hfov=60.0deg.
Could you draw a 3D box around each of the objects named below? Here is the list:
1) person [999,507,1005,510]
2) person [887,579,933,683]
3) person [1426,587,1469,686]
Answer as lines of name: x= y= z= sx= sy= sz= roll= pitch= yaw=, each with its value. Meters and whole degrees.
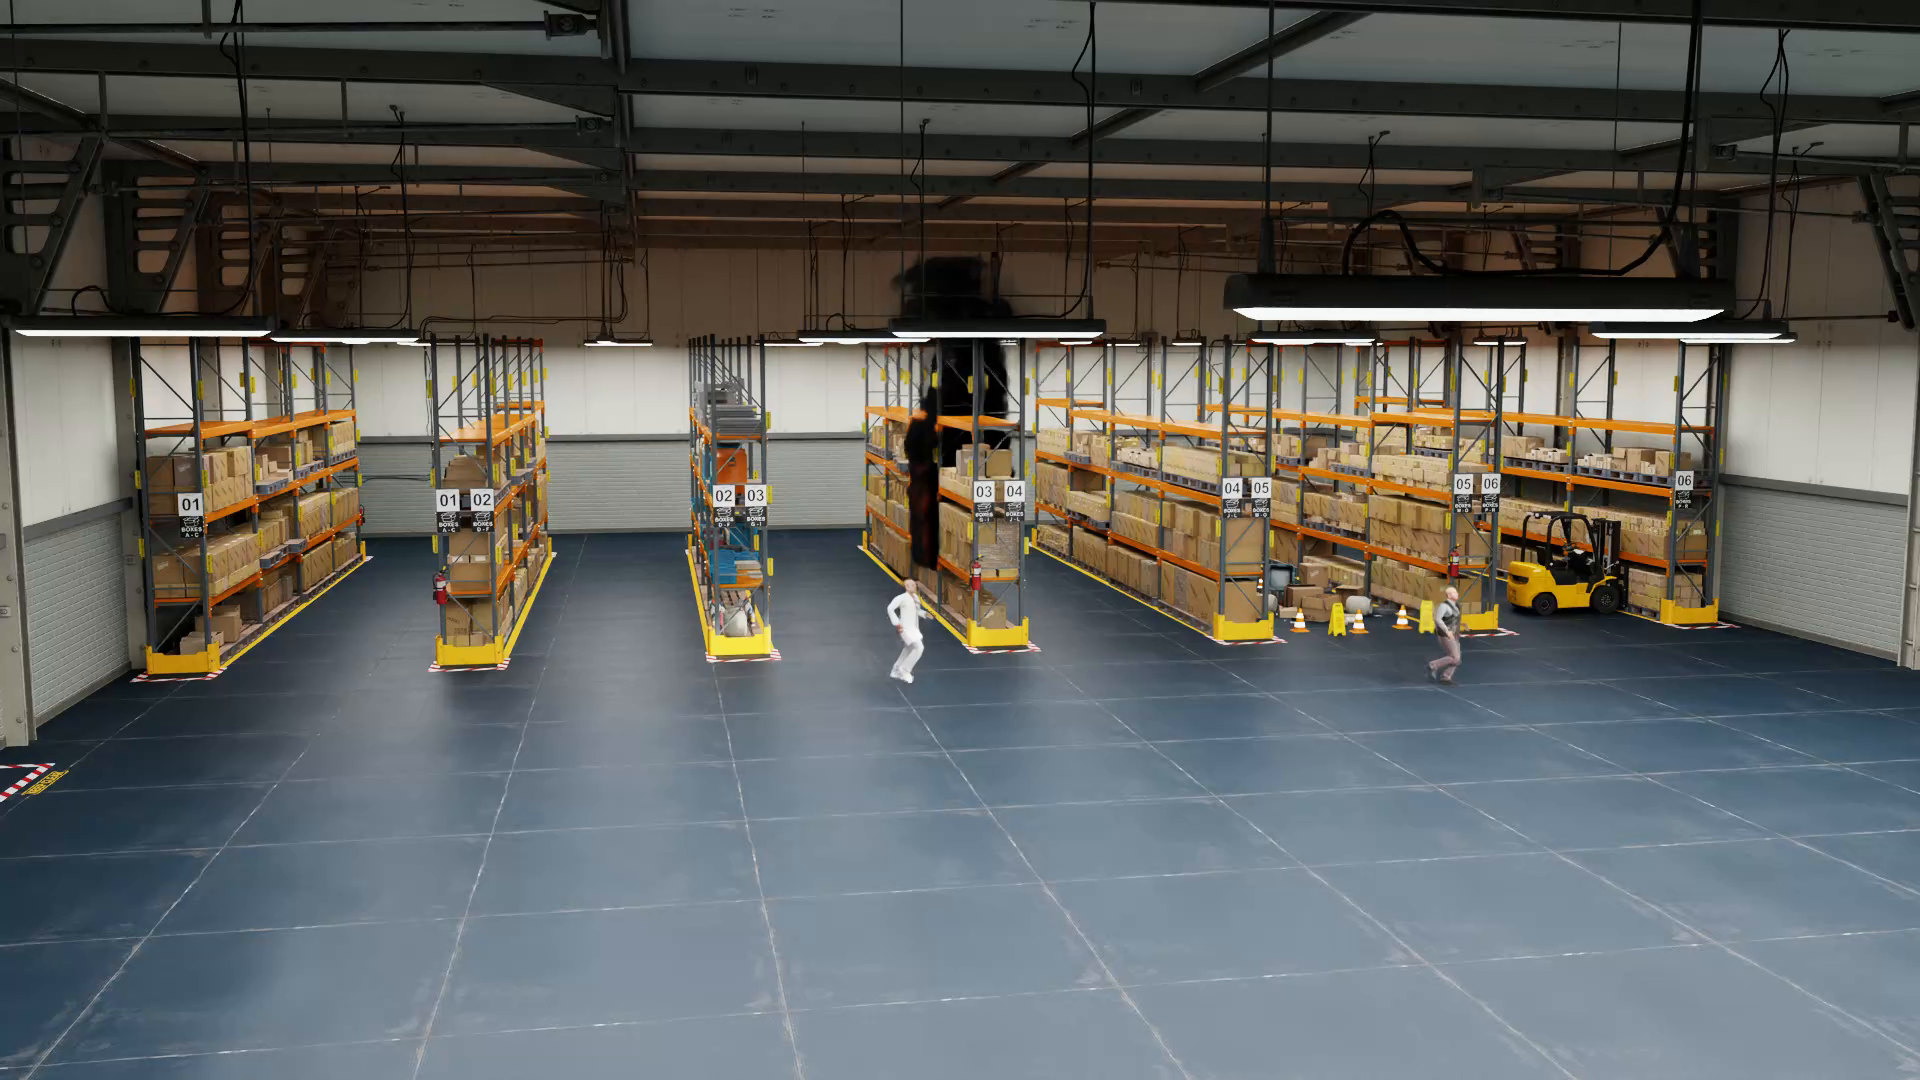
person: x=0.923 y=-0.690 z=48.747 sx=0.868 sy=1.659 sz=0.705 roll=2 pitch=7 yaw=18
person: x=-0.851 y=1.571 z=28.716 sx=0.766 sy=1.792 sz=0.701 roll=2 pitch=7 yaw=19
person: x=8.356 y=1.643 z=28.423 sx=0.627 sy=1.696 sz=0.656 roll=5 pitch=8 yaw=34
